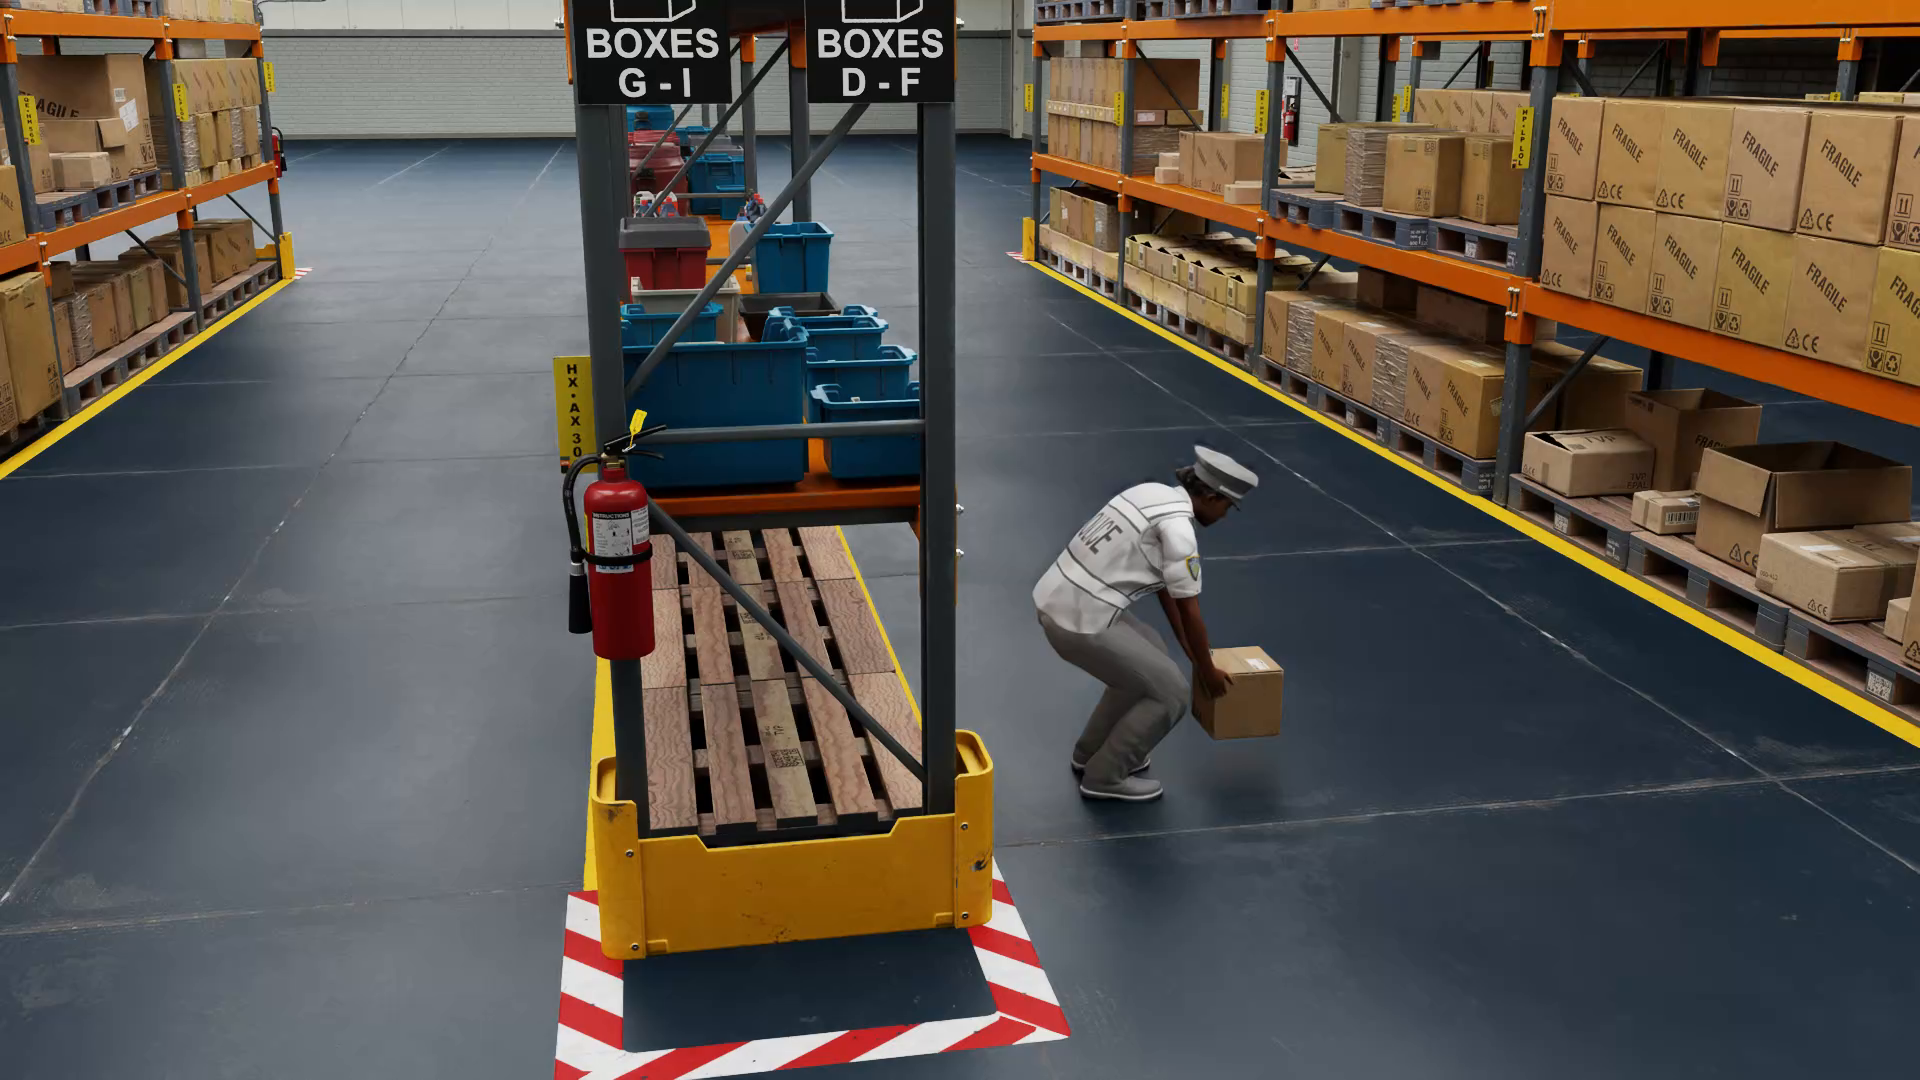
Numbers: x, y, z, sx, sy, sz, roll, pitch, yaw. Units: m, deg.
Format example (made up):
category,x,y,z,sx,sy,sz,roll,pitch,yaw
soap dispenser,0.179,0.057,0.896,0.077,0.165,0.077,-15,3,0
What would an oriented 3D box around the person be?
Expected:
category,x,y,z,sx,sy,sz,roll,pitch,yaw
person,0.646,0.281,5.897,0.788,1.222,0.502,-1,16,-4
